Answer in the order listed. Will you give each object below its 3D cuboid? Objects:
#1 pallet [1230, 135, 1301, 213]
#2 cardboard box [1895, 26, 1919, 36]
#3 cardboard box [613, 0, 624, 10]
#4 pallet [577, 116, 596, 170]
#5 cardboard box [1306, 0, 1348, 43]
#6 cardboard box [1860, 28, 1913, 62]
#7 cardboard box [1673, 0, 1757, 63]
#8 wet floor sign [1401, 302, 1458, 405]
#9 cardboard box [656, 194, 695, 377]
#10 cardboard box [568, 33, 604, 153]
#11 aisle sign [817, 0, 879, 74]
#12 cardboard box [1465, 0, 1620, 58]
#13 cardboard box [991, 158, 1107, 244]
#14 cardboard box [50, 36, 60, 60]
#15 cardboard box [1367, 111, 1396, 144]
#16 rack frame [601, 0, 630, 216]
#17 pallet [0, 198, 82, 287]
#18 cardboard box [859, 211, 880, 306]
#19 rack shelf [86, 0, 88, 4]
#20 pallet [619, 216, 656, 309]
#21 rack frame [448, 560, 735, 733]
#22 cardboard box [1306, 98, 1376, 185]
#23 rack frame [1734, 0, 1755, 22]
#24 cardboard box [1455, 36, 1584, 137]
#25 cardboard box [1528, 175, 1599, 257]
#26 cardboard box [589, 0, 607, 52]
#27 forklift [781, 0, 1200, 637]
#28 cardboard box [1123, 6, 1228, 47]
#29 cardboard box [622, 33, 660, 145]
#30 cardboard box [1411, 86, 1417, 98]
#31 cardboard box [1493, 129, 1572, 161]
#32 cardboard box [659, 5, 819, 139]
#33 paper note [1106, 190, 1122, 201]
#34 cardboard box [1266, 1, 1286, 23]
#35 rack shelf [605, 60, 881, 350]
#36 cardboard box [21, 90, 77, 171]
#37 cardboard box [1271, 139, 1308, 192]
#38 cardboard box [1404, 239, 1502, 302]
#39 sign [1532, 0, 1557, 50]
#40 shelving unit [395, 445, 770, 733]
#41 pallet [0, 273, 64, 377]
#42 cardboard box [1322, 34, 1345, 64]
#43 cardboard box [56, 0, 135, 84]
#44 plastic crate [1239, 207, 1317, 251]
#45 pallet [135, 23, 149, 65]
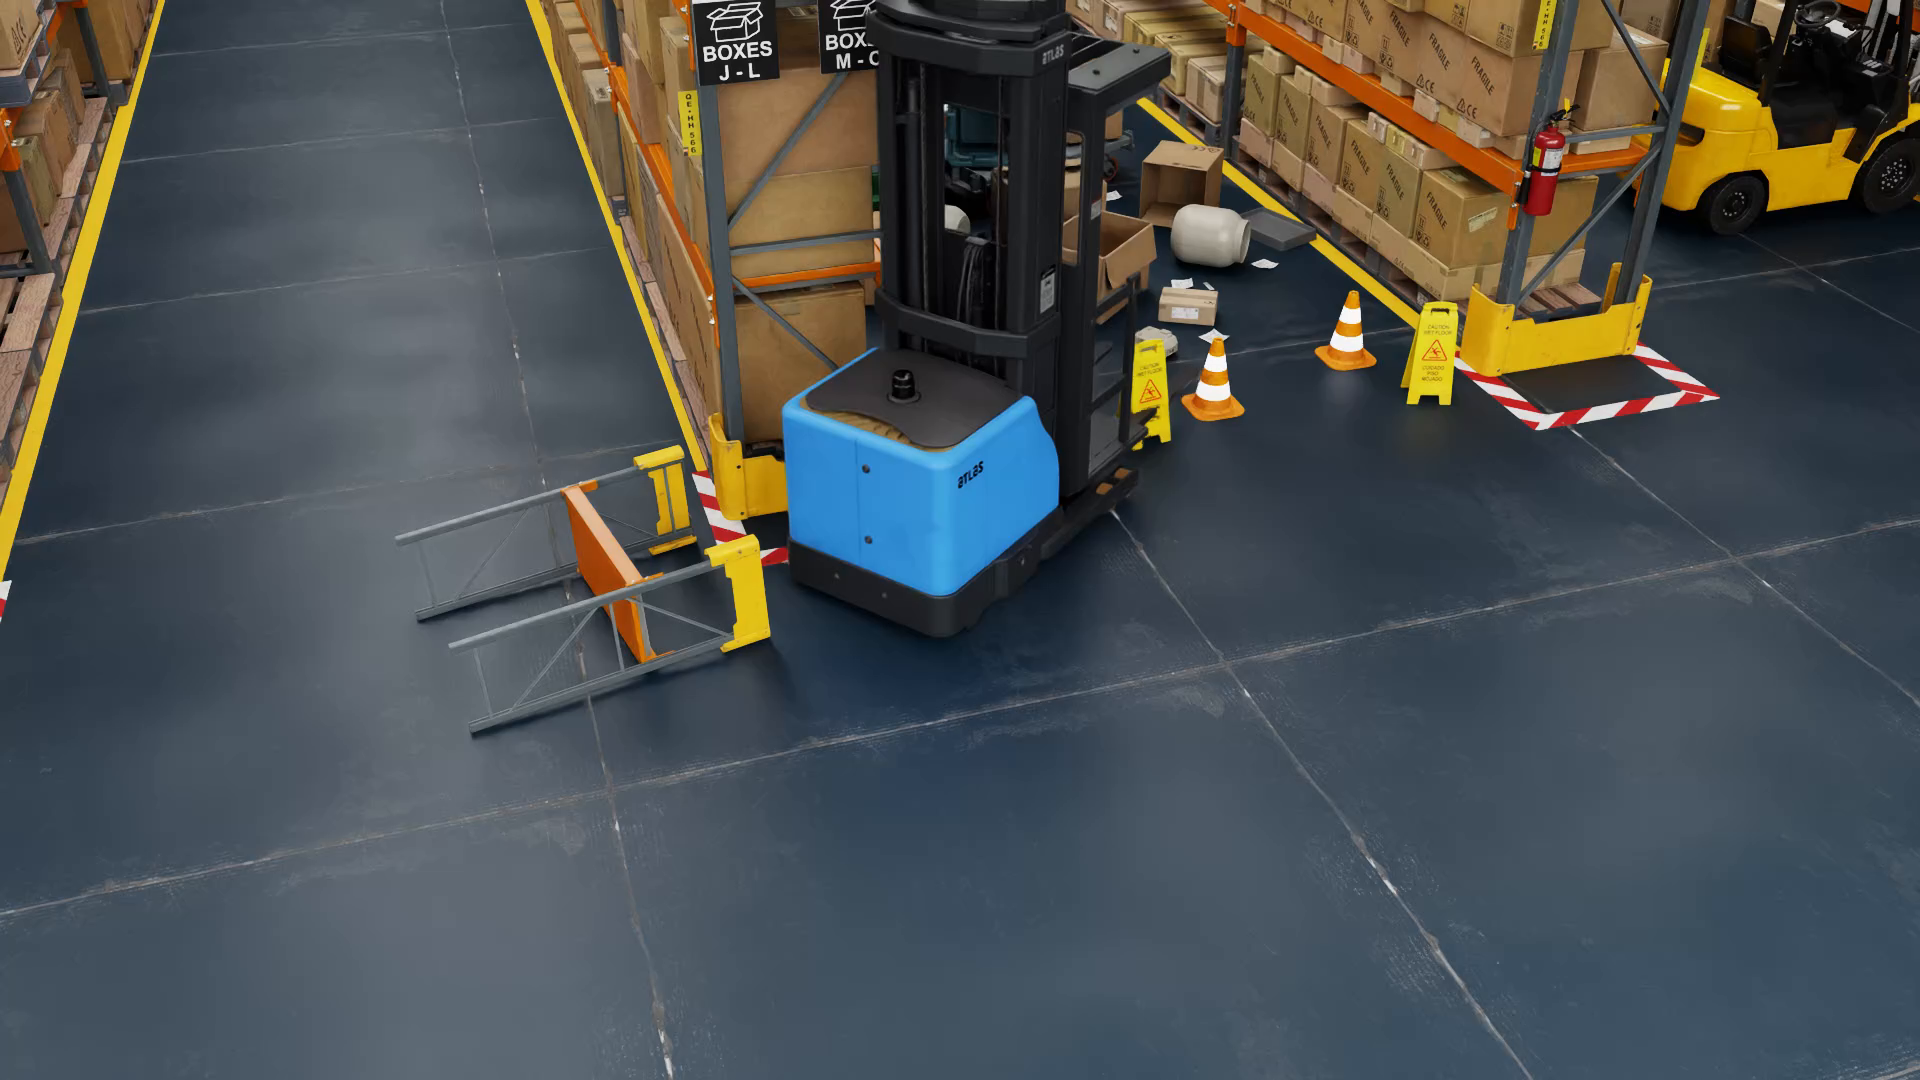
[{"bbox_3d":[2.899,-3.026,13.458,1.003,0.211,1.213,-10,35,-15],"label":"pallet"},{"bbox_3d":[8.031,-4.061,13.701,0.500,0.250,0.500,-10,35,-14],"label":"cardboard box"},{"bbox_3d":[-1.943,-3.965,11.233,0.875,0.550,0.550,-10,35,-15],"label":"cardboard box"},{"bbox_3d":[-2.706,-3.522,14.208,1.003,0.211,1.213,-10,35,-15],"label":"pallet"},{"bbox_3d":[2.845,-3.899,11.889,0.500,0.500,0.500,-10,35,-15],"label":"cardboard box"},{"bbox_3d":[7.544,-3.982,13.581,0.500,0.250,0.500,-9,34,-13],"label":"cardboard box"},{"bbox_3d":[7.217,-4.830,15.431,0.875,0.625,0.625,-8,34,-13],"label":"cardboard box"},{"bbox_3d":[2.919,-1.174,10.261,0.267,0.644,0.232,1,33,2],"label":"wet floor sign"},{"bbox_3d":[-1.343,-1.646,10.386,0.875,0.875,0.875,-11,35,-15],"label":"cardboard box"},{"bbox_3d":[-2.589,-3.705,13.616,1.050,0.750,0.750,-10,35,-15],"label":"cardboard box"},{"bbox_3d":[-0.495,-2.649,7.999,0.394,0.787,0.004,-10,35,-15],"label":"aisle sign"},{"bbox_3d":[3.517,-3.251,10.001,0.700,0.500,0.500,-11,35,-16],"label":"cardboard box"},{"bbox_3d":[0.641,-2.438,12.179,0.797,0.637,0.503,-10,35,-15],"label":"cardboard box"},{"bbox_3d":[-7.765,-4.077,13.706,0.500,0.250,0.500,-9,34,-13],"label":"cardboard box"},{"bbox_3d":[3.059,-2.877,11.547,0.380,0.149,0.250,-9,34,-13],"label":"cardboard box"},{"bbox_3d":[-2.023,-3.651,11.874,1.000,3.000,0.127,-10,35,-15],"label":"rack frame"},{"bbox_3d":[-7.016,-2.115,12.079,1.003,0.211,1.213,-10,35,-15],"label":"pallet"},{"bbox_3d":[-0.572,-1.967,11.590,0.500,0.500,0.500,-4,34,-6],"label":"cardboard box"},{"bbox_3d":[-8.608,-5.720,15.657,1.077,0.370,4.000,-10,35,-15],"label":"rack shelf"},{"bbox_3d":[-1.865,-2.075,12.018,1.003,0.211,1.213,-10,35,-15],"label":"pallet"},{"bbox_3d":[-1.620,0.458,7.858,1.500,0.500,0.032,-19,37,-23],"label":"rack frame"},{"bbox_3d":[2.914,-2.971,12.277,0.500,0.500,0.500,-8,34,-12],"label":"cardboard box"},{"bbox_3d":[7.386,-5.373,14.480,1.000,3.000,0.127,-10,35,-15],"label":"rack frame"},{"bbox_3d":[3.453,-2.841,10.287,0.500,0.500,0.500,-11,35,-16],"label":"cardboard box"},{"bbox_3d":[3.890,-2.260,11.201,0.500,0.500,0.500,-11,35,-16],"label":"cardboard box"},{"bbox_3d":[-2.437,-3.922,12.193,0.500,0.500,0.500,-10,35,-15],"label":"cardboard box"},{"bbox_3d":[0.354,-1.510,8.696,1.130,2.935,3.031,21,39,28],"label":"forklift"},{"bbox_3d":[2.062,-4.632,15.361,0.950,0.372,0.625,-9,34,-13],"label":"cardboard box"},{"bbox_3d":[-1.657,-2.934,10.652,0.875,0.550,0.550,-10,35,-15],"label":"cardboard box"},{"bbox_3d":[3.270,-3.033,11.166,0.380,0.149,0.250,-10,35,-14],"label":"cardboard box"},{"bbox_3d":[3.563,-2.492,10.348,0.380,0.149,0.250,-9,34,-13],"label":"cardboard box"},{"bbox_3d":[-1.135,-2.539,9.075,0.875,0.550,0.550,-10,35,-15],"label":"cardboard box"},{"bbox_3d":[1.197,-2.733,13.177,0.148,0.019,0.142,-10,35,-15],"label":"paper note"},{"bbox_3d":[2.577,-4.088,12.764,0.380,0.149,0.250,-9,35,-13],"label":"cardboard box"},{"bbox_3d":[-1.413,-2.301,10.483,1.077,0.370,4.000,-10,35,-15],"label":"rack shelf"},{"bbox_3d":[-7.413,-3.177,13.024,0.700,0.500,0.500,-7,34,-11],"label":"cardboard box"},{"bbox_3d":[2.757,-2.931,12.897,0.500,0.250,0.500,-8,34,-12],"label":"cardboard box"},{"bbox_3d":[3.370,-1.856,11.271,0.500,0.250,0.500,-10,35,-15],"label":"cardboard box"},{"bbox_3d":[3.346,-2.968,9.504,0.100,0.325,0.005,-10,35,-15],"label":"sign"},{"bbox_3d":[-1.871,0.212,8.238,1.500,0.587,1.083,-19,37,-23],"label":"shelving unit"},{"bbox_3d":[-6.539,-1.360,10.936,1.003,0.211,1.213,-10,35,-15],"label":"pallet"},{"bbox_3d":[2.832,-3.539,11.932,0.380,0.149,0.250,-10,35,-15],"label":"cardboard box"},{"bbox_3d":[-8.188,-4.625,14.894,1.225,0.875,0.875,-12,35,-17],"label":"cardboard box"},{"bbox_3d":[2.358,-2.356,12.563,0.402,0.080,0.583,-23,40,-31],"label":"plastic crate"},{"bbox_3d":[-8.535,-4.873,16.252,1.003,0.211,1.213,-10,35,-15],"label":"pallet"}]
